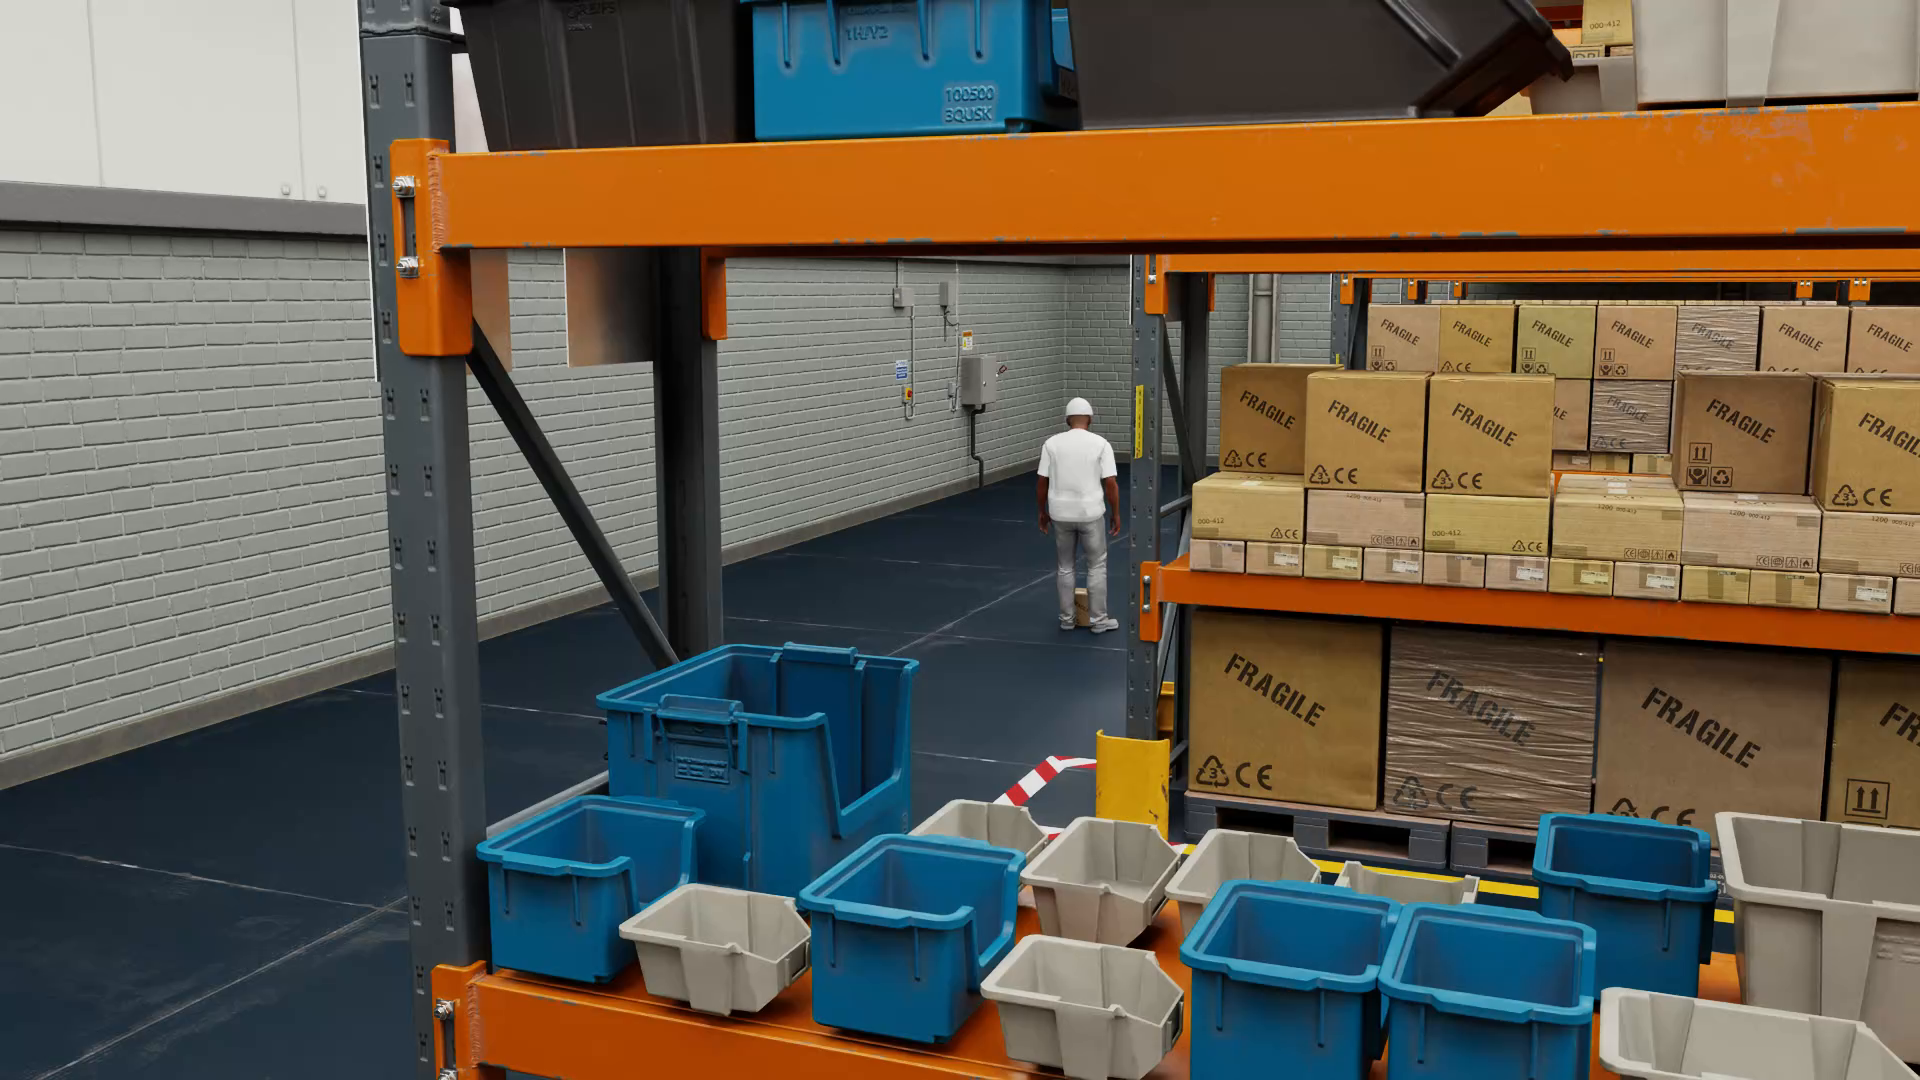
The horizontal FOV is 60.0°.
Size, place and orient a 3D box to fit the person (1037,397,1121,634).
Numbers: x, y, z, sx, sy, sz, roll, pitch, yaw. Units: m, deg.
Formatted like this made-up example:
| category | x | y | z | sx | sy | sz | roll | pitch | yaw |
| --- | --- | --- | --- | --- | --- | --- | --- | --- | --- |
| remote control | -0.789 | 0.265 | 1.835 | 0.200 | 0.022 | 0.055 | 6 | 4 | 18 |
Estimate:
| category | x | y | z | sx | sy | sz | roll | pitch | yaw |
| --- | --- | --- | --- | --- | --- | --- | --- | --- | --- |
| person | 0.897 | -0.192 | 12.551 | 0.637 | 1.761 | 0.455 | 3 | 9 | 19 |
